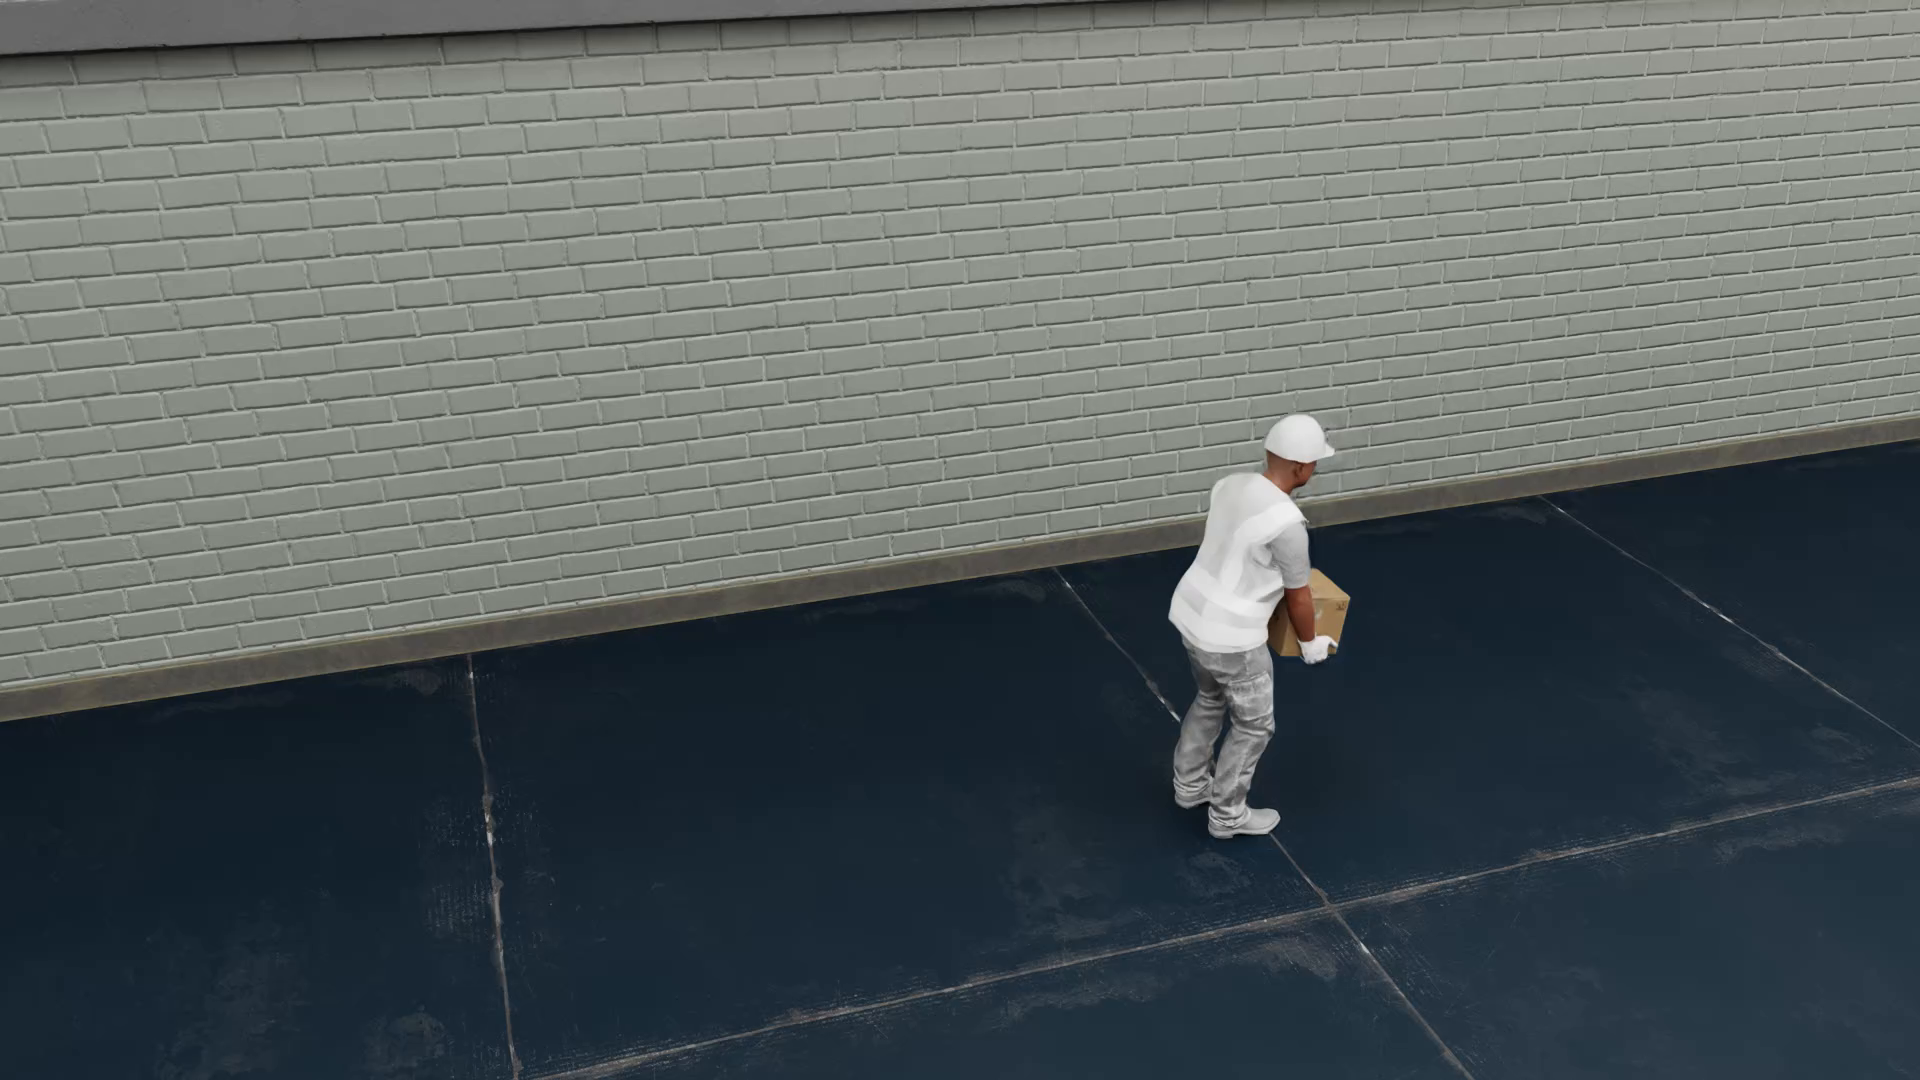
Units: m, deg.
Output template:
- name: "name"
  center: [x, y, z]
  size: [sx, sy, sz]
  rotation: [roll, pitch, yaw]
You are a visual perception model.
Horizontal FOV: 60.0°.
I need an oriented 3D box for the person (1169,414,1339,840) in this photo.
- name: "person"
  center: [1.127, 0.336, 6.469]
  size: [0.621, 1.725, 0.485]
  rotation: [-9, 27, -17]
